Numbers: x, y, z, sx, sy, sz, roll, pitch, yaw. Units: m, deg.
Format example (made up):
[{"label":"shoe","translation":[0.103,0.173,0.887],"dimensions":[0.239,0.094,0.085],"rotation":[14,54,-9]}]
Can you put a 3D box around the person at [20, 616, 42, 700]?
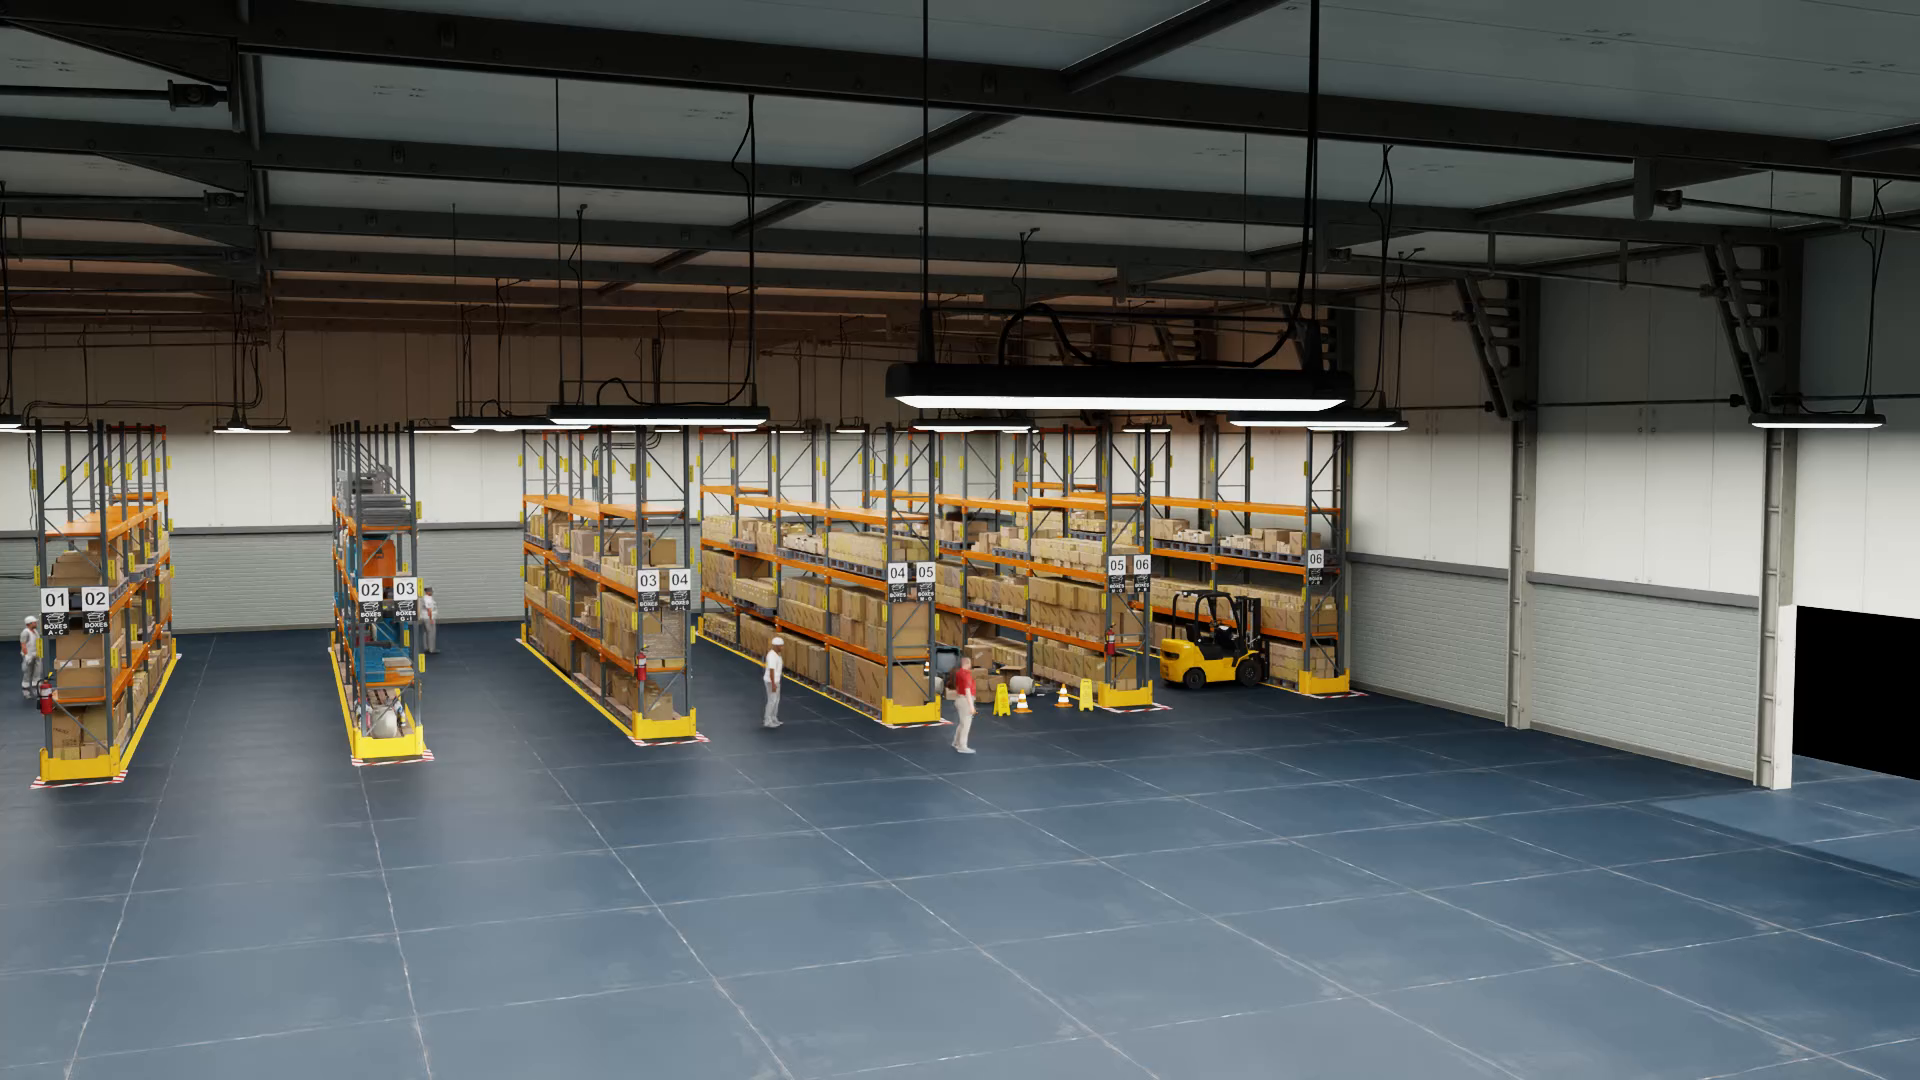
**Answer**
[{"label":"person","translation":[-20.231,2.562,36.271],"dimensions":[0.474,1.806,0.590],"rotation":[1,4,17]}]

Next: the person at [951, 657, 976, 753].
[{"label":"person","translation":[0.100,3.002,30.089],"dimensions":[0.379,1.766,0.636],"rotation":[-1,4,-17]}]

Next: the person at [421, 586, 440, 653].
[{"label":"person","translation":[-13.976,2.088,43.895],"dimensions":[0.453,1.761,0.604],"rotation":[-2,4,-33]}]

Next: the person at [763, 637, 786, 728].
[{"label":"person","translation":[-3.651,2.796,32.791],"dimensions":[0.449,1.774,0.617],"rotation":[0,4,4]}]
